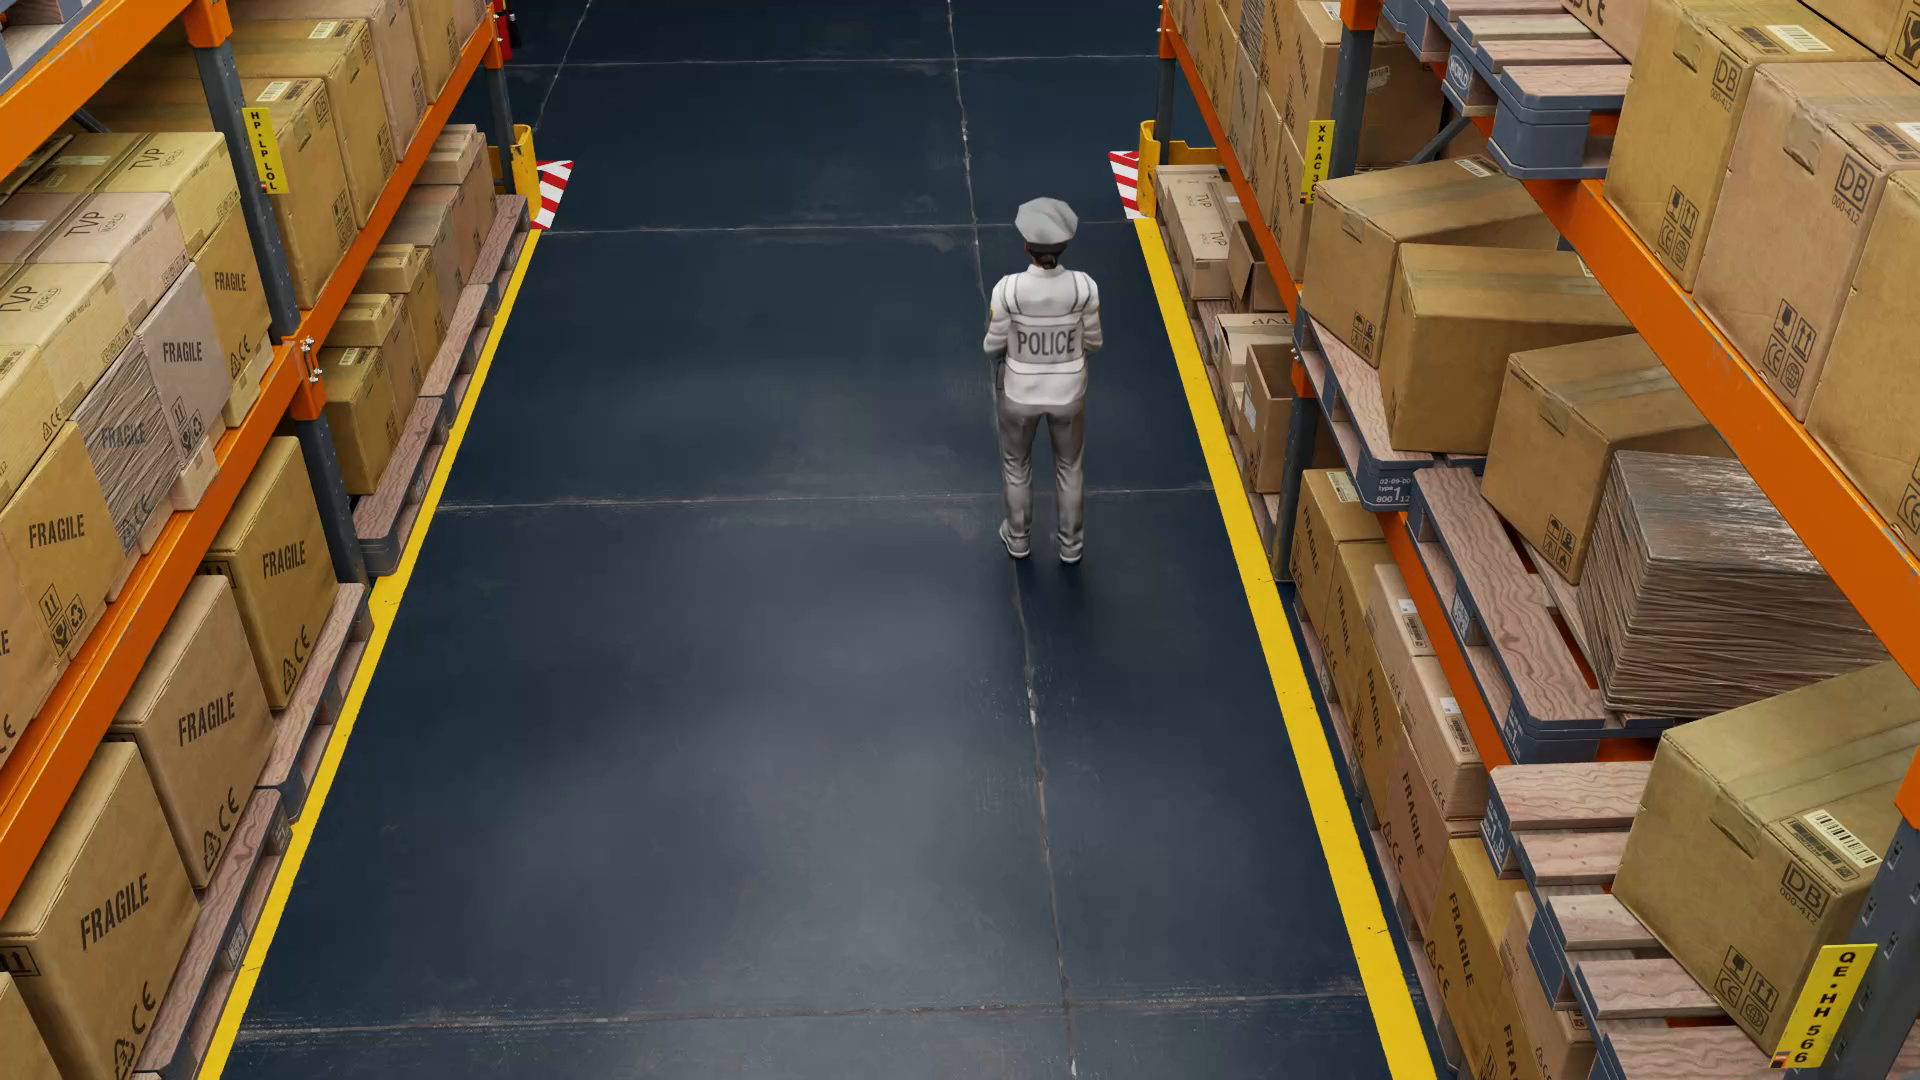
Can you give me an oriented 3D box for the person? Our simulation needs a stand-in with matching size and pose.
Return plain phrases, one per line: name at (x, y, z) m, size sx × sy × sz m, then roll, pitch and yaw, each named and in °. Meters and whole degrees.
person at (0.341, -0.663, 7.051) m, size 0.494 × 1.690 × 0.463 m, roll -2°, pitch 35°, yaw -3°
